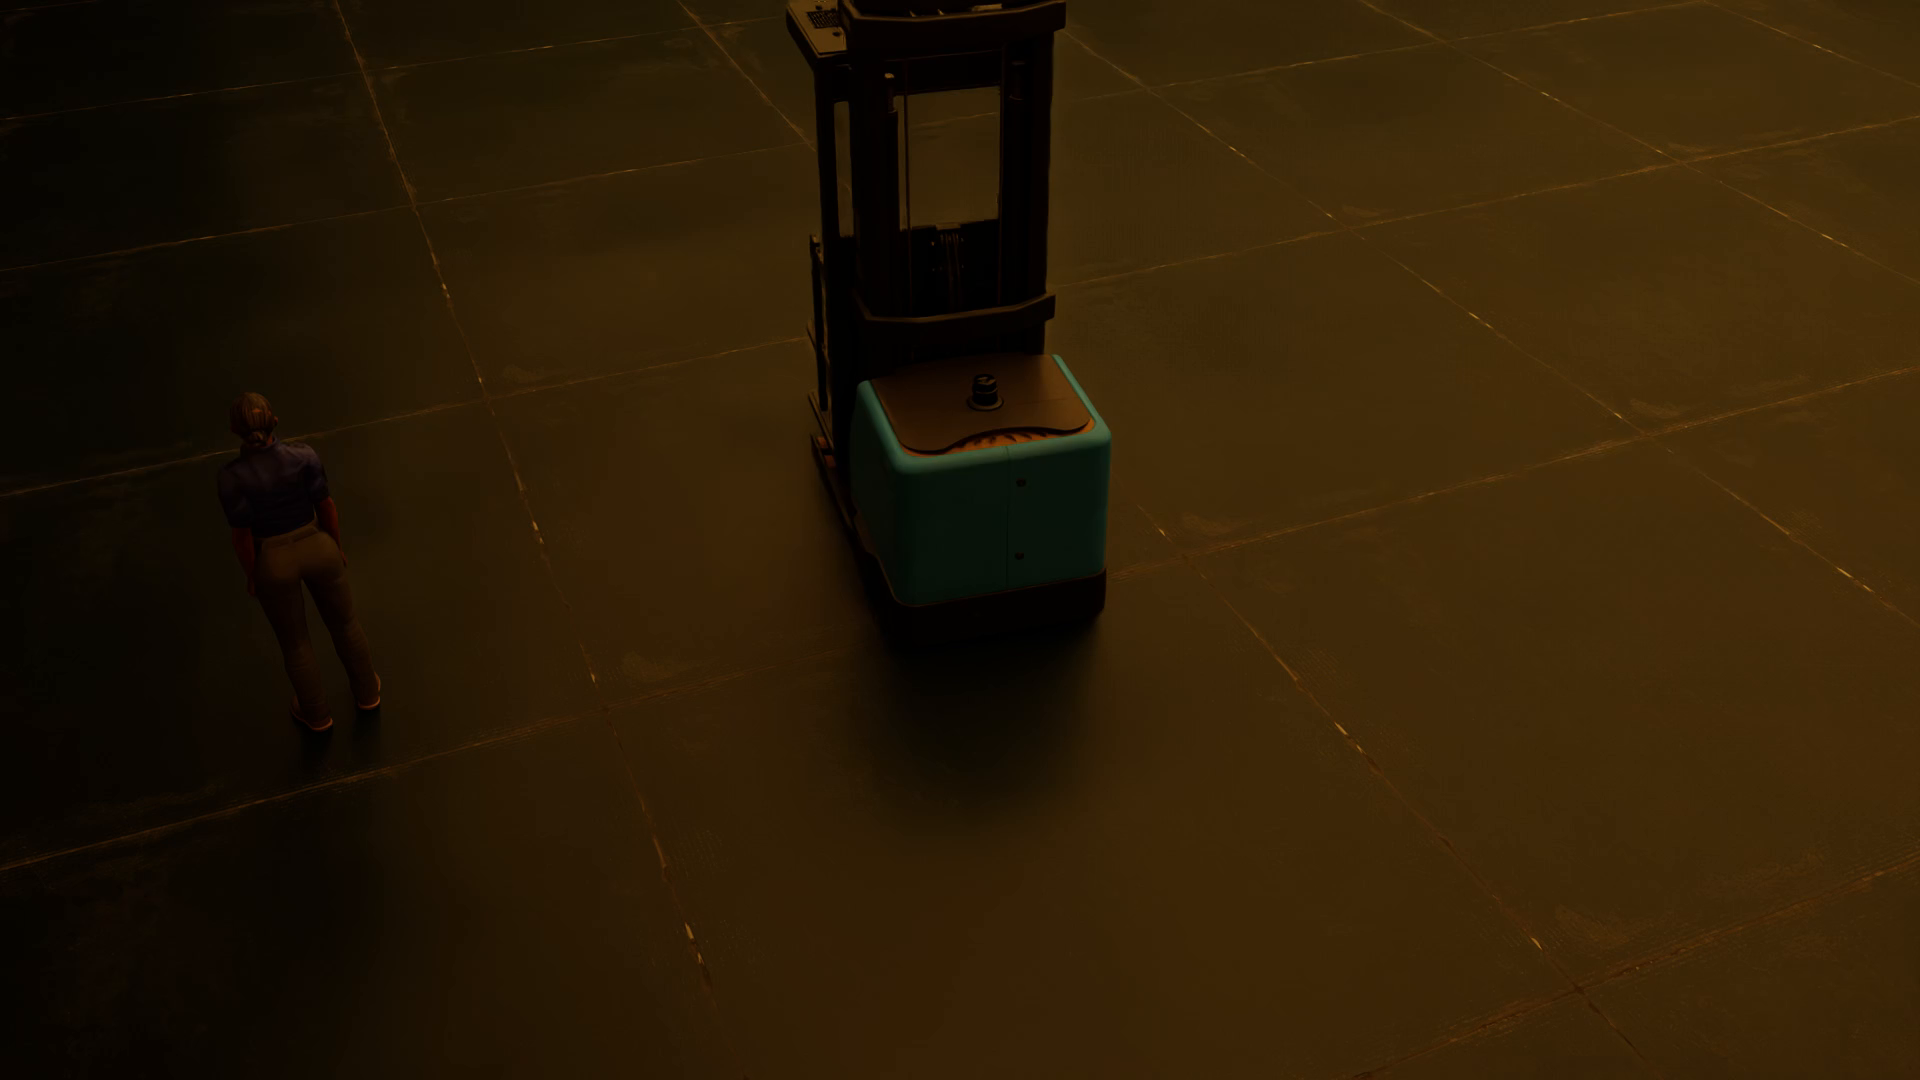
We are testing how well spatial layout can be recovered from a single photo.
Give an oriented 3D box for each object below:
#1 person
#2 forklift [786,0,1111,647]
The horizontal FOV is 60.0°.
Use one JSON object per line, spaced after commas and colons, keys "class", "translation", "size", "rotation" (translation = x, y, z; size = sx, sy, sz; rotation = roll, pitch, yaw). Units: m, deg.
{"class": "person", "translation": [-2.830, 0.086, 7.080], "size": [0.446, 1.662, 0.327], "rotation": [-22, 41, -28]}
{"class": "forklift", "translation": [-0.192, -1.546, 8.273], "size": [1.130, 2.935, 3.031], "rotation": [-9, 36, -13]}
